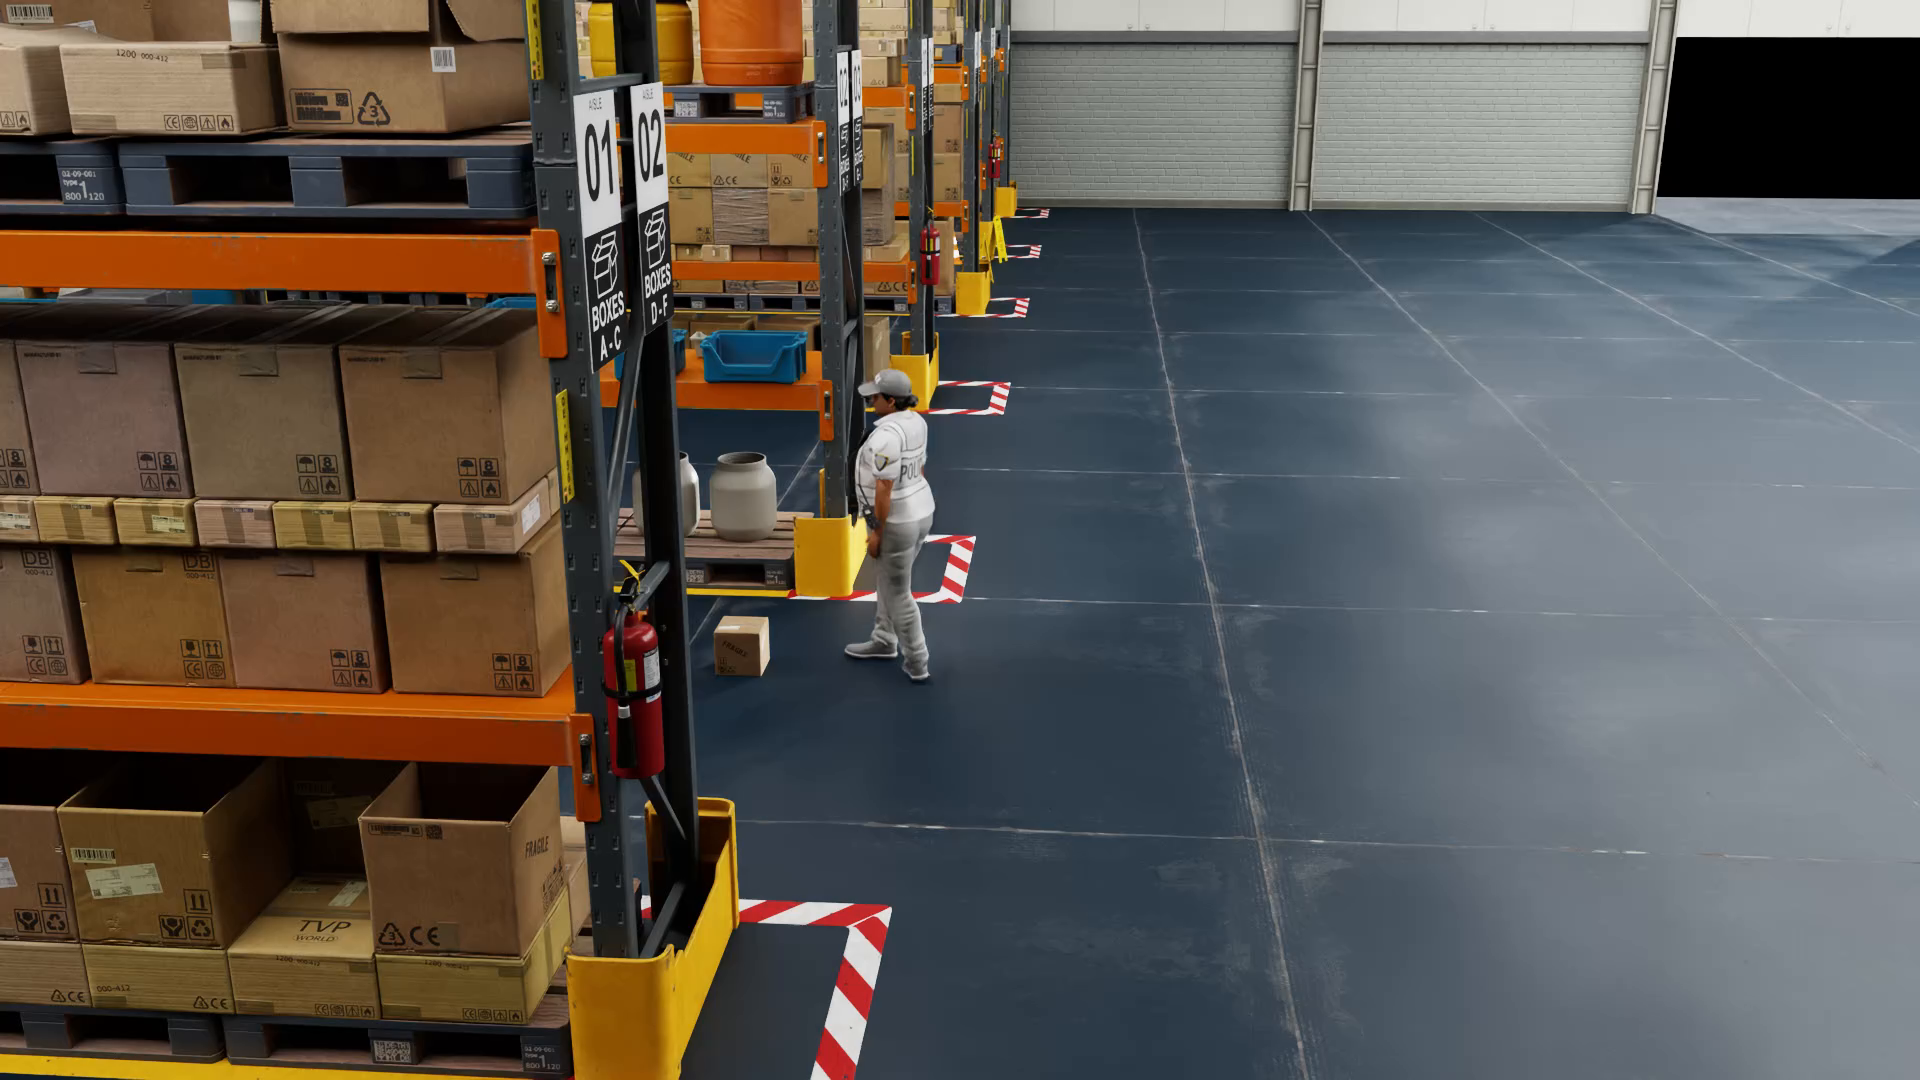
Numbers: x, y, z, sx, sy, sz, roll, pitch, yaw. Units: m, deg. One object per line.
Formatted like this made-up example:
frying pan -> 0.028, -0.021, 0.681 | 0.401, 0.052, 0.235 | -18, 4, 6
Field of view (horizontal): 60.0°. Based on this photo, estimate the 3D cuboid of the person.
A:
person -> -0.395, -0.101, 8.851 | 0.586, 1.659, 0.484 | 8, 19, 23
